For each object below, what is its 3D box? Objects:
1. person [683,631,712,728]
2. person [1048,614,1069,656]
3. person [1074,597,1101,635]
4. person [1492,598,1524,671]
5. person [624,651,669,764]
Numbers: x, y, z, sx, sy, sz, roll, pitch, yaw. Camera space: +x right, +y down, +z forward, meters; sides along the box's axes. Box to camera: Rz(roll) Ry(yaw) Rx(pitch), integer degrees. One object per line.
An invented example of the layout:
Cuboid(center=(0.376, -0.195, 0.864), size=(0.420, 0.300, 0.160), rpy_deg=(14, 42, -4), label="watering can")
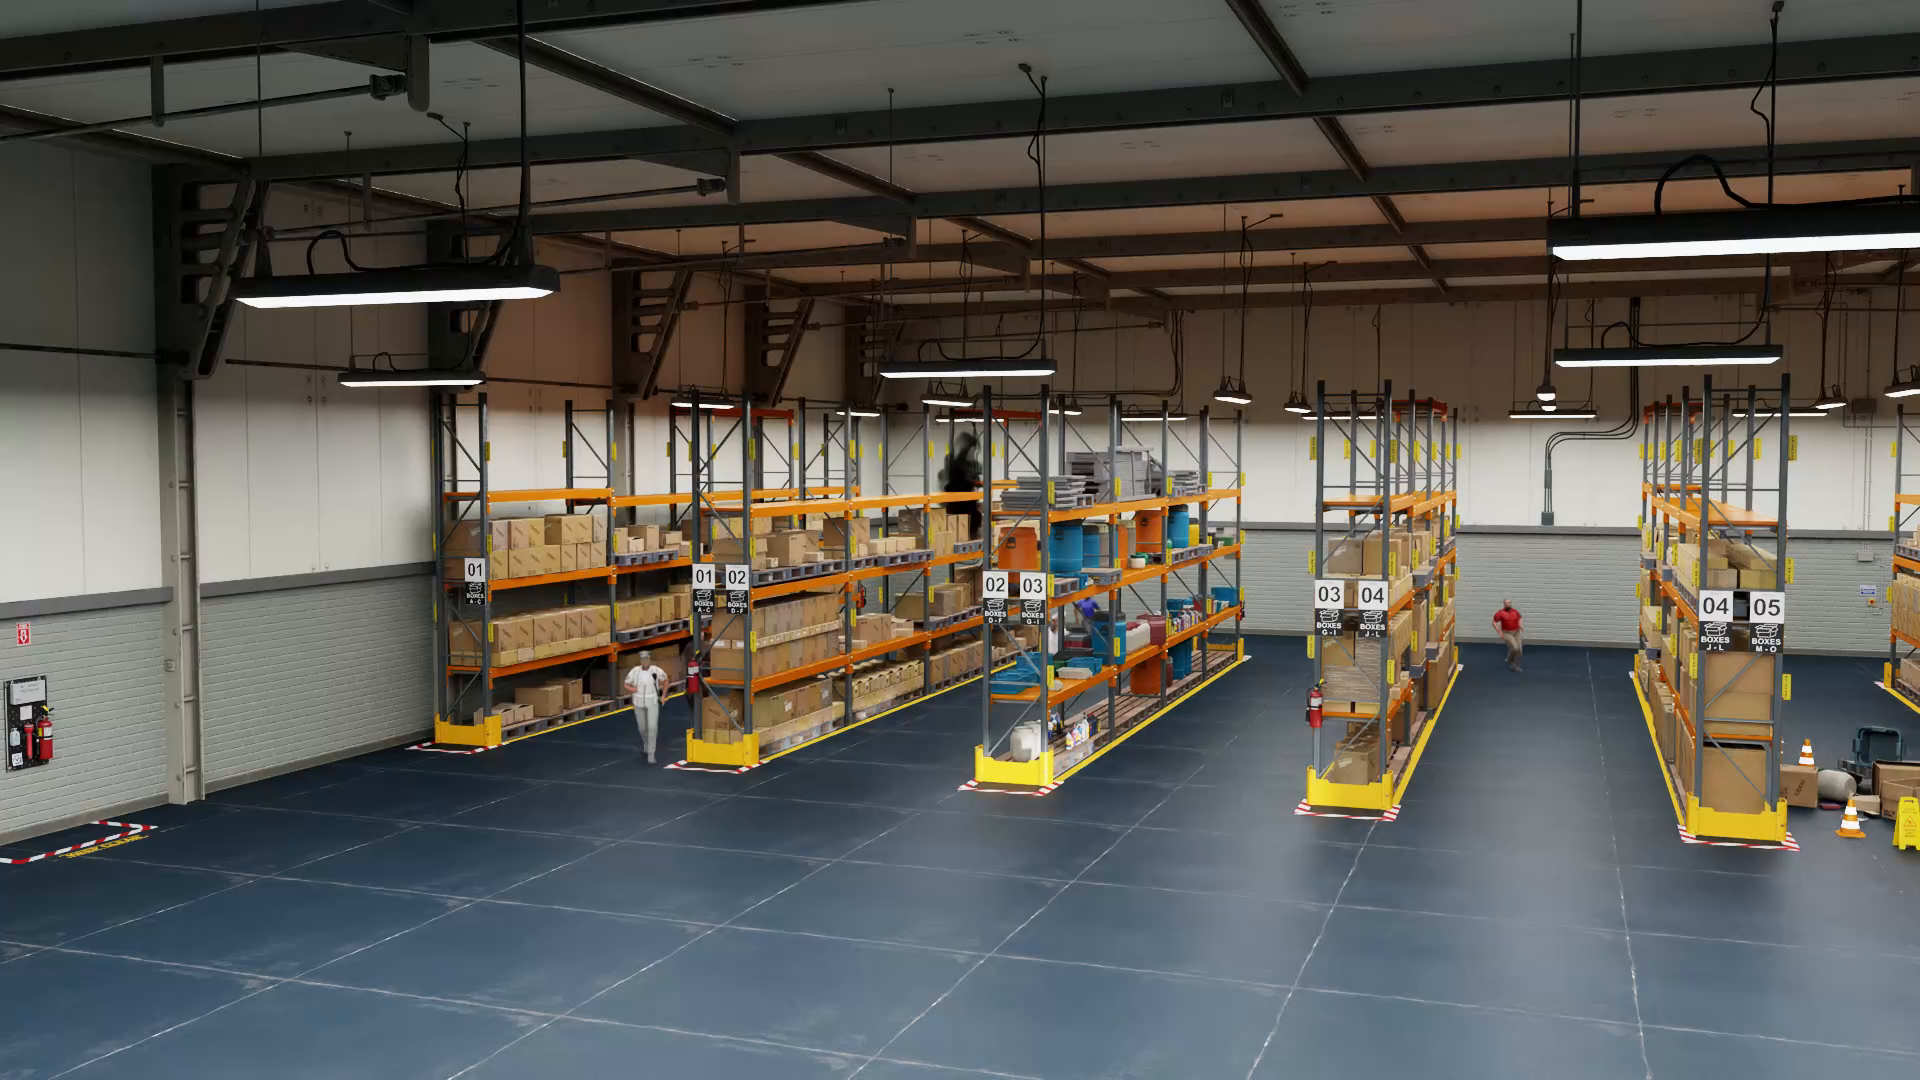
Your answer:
Cuboid(center=(-4.726, 2.518, 30.090), size=(0.745, 1.783, 0.869), rpy_deg=(1, 3, 14), label="person")
Cuboid(center=(1.923, 2.354, 33.349), size=(0.669, 1.745, 0.860), rpy_deg=(1, 3, 14), label="person")
Cuboid(center=(3.145, 2.033, 40.629), size=(0.668, 1.679, 0.773), rpy_deg=(-1, 3, -10), label="person")
Cuboid(center=(12.540, 2.163, 37.826), size=(0.713, 1.661, 0.522), rpy_deg=(-1, 3, -12), label="person")
Cuboid(center=(-5.109, 2.684, 27.077), size=(0.693, 1.806, 0.935), rpy_deg=(0, 3, -2), label="person")
